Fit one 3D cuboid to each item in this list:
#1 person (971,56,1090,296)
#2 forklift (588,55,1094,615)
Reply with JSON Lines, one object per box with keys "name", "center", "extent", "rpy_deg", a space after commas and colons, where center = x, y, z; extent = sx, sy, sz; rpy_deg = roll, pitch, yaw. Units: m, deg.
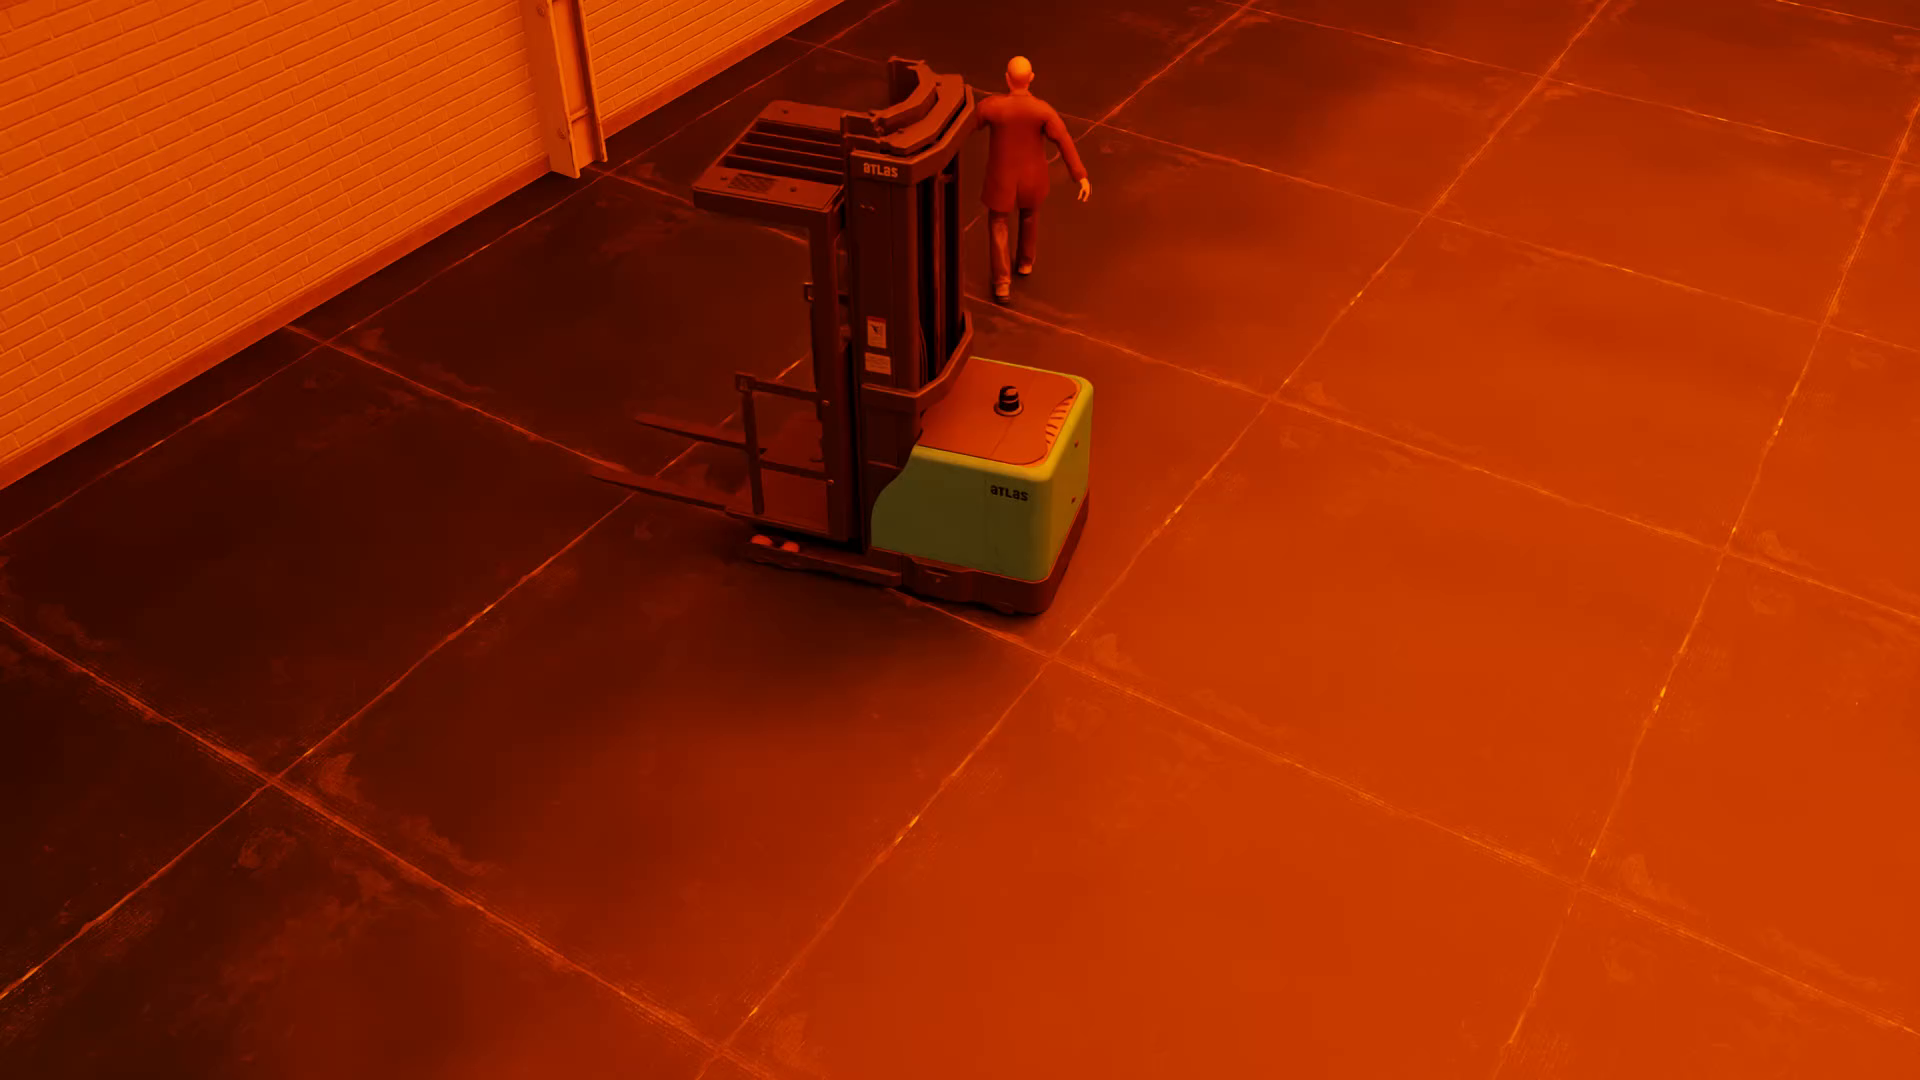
{"name": "person", "center": [0.433, -2.653, 12.020], "extent": [1.004, 1.759, 0.822], "rpy_deg": [1, 40, 2]}
{"name": "forklift", "center": [-0.782, -1.253, 9.446], "extent": [3.031, 2.935, 1.130], "rpy_deg": [12, 42, 14]}
